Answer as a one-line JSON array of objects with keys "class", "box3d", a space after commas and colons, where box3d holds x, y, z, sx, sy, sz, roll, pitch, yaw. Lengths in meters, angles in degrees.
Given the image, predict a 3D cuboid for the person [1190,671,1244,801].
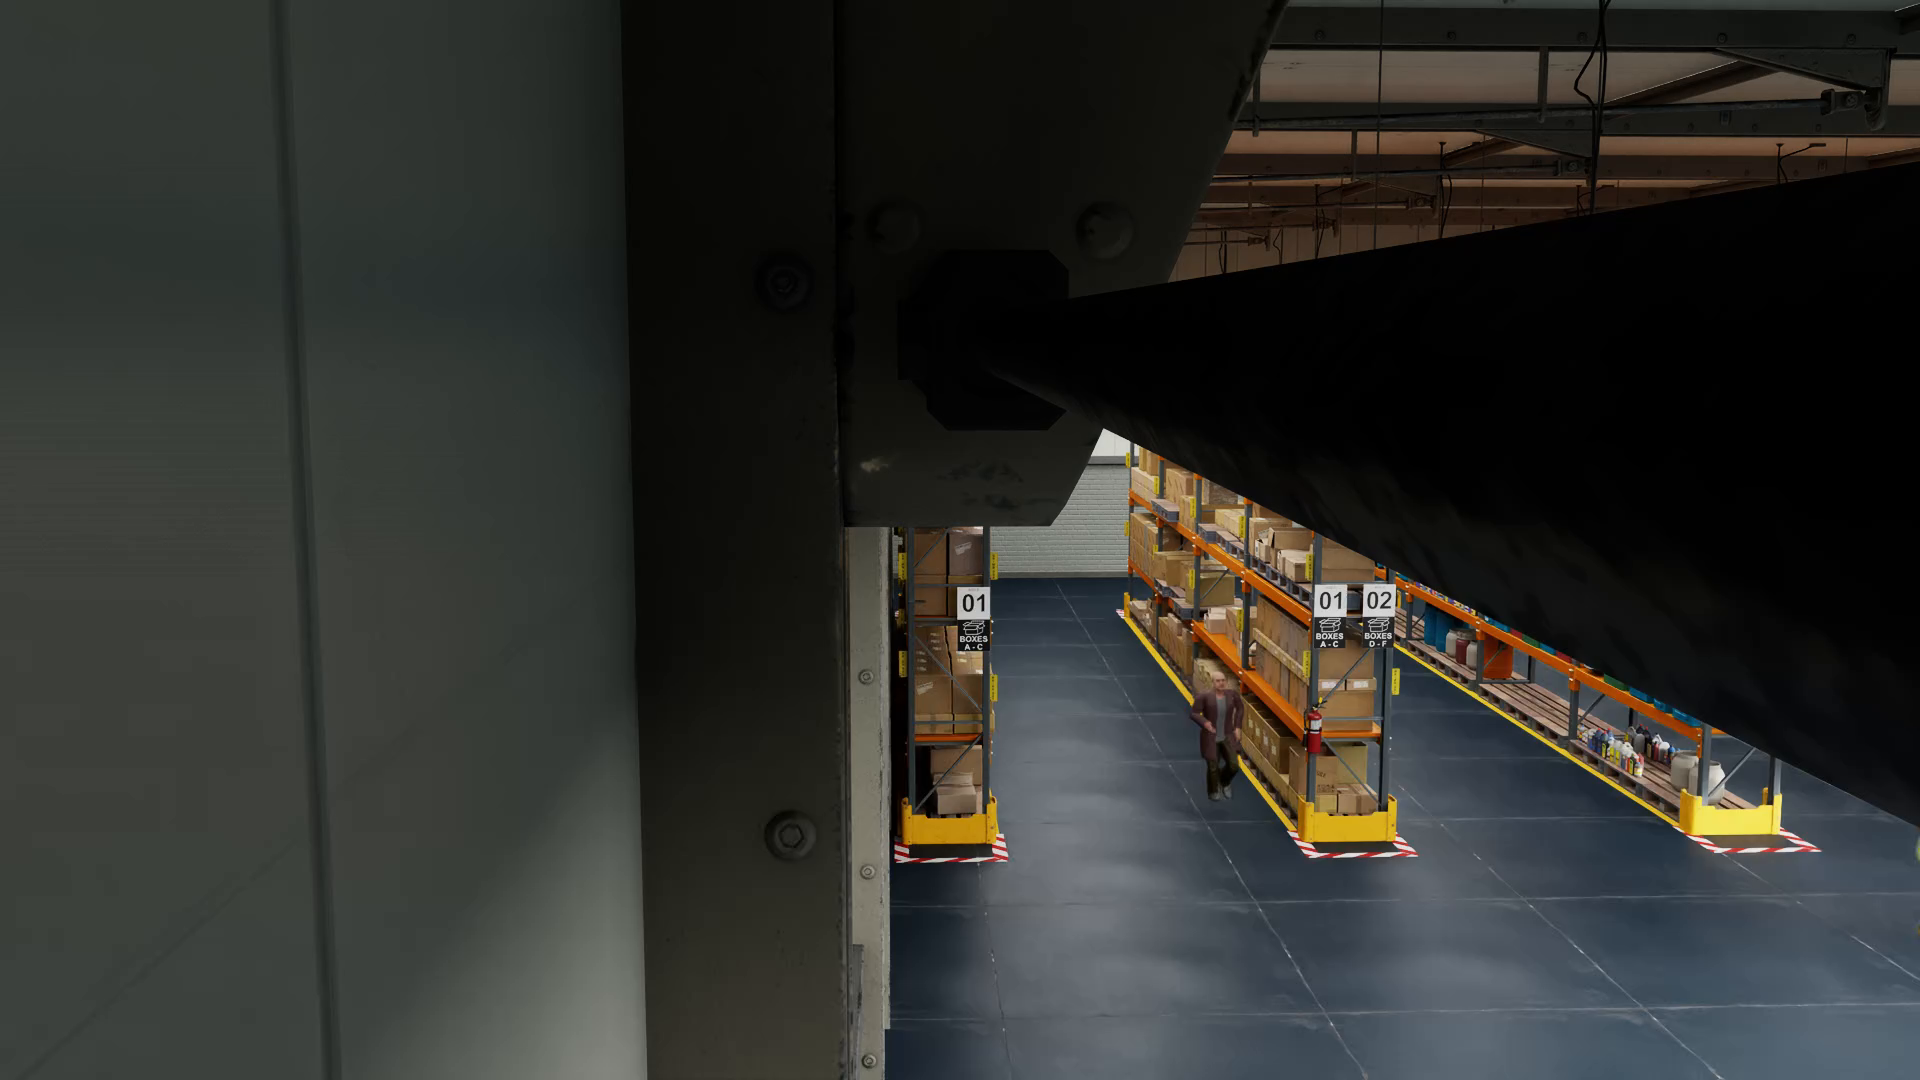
[{"class": "person", "box3d": [3.288, 2.519, 21.099, 0.738, 1.722, 0.699, -1, 7, -5]}]
